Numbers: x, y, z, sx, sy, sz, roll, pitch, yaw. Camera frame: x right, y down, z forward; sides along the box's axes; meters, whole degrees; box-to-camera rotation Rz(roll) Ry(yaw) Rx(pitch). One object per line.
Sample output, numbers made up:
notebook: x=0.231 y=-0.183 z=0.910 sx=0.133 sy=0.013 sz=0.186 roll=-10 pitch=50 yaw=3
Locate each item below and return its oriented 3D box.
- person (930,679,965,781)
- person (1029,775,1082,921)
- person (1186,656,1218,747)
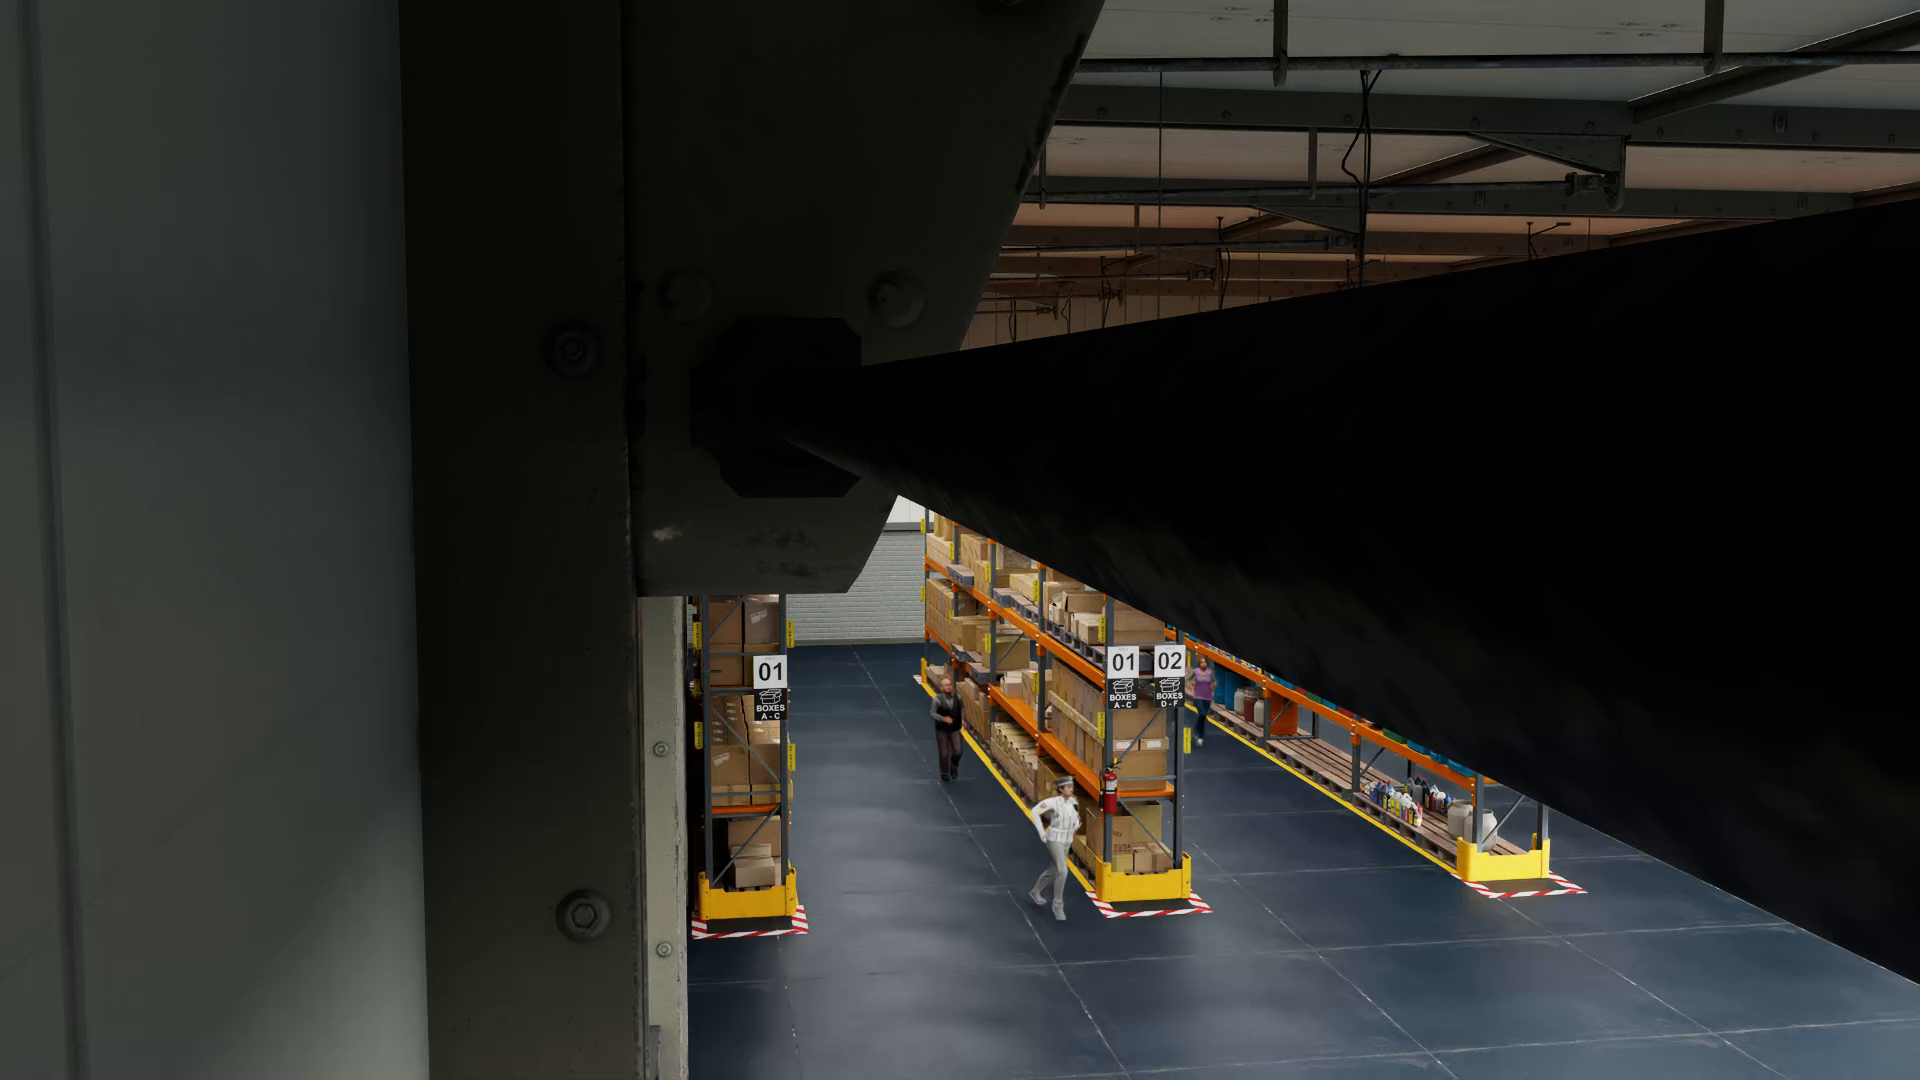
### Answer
person: x=-0.171 y=3.102 z=27.005 sx=0.631 sy=1.681 sz=0.624 roll=-1 pitch=5 yaw=-14
person: x=1.211 y=3.728 z=20.361 sx=0.615 sy=1.733 sz=0.725 roll=-5 pitch=7 yaw=-43
person: x=4.391 y=2.914 z=30.026 sx=0.506 sy=1.630 sz=0.697 roll=-1 pitch=5 yaw=-11
